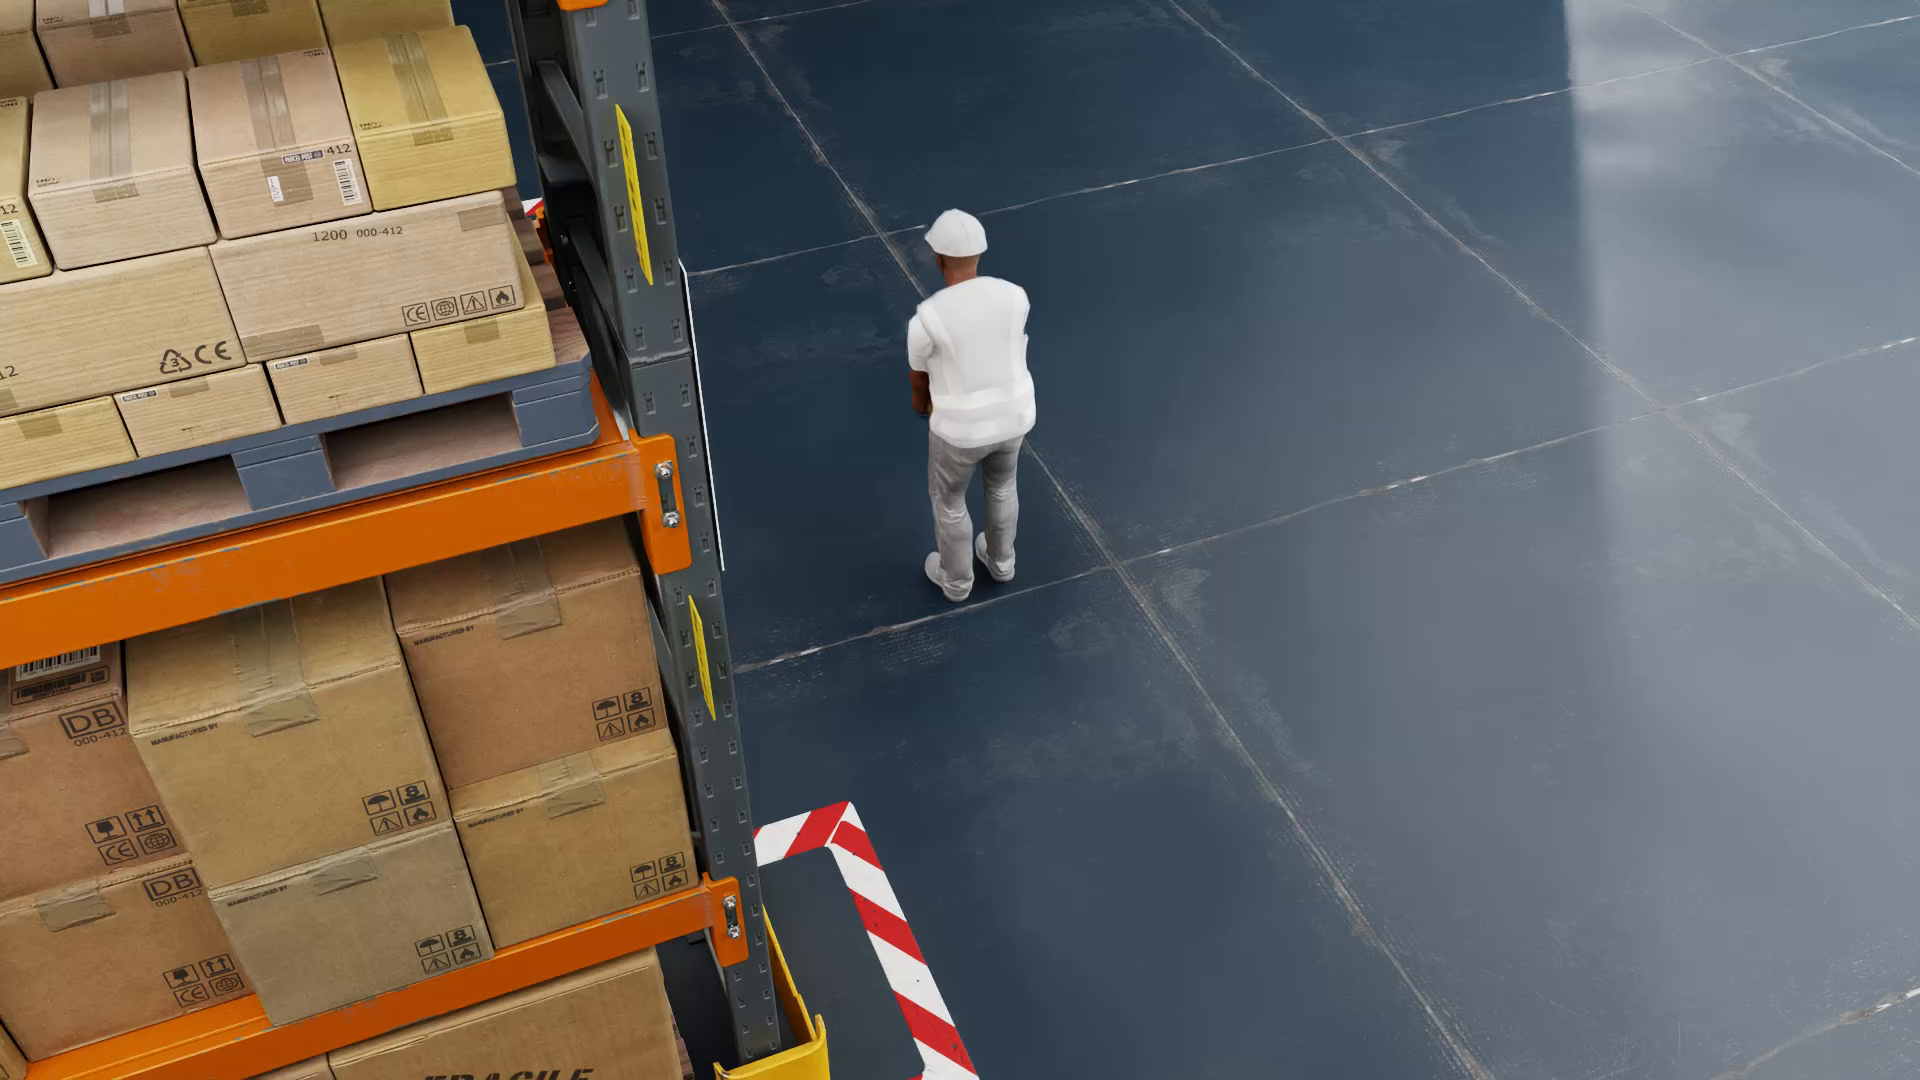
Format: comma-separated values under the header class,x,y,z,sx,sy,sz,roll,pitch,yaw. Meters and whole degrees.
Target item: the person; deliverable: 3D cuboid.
class,x,y,z,sx,sy,sz,roll,pitch,yaw
person,0.044,-0.490,6.700,0.634,1.759,0.461,-18,45,-19
